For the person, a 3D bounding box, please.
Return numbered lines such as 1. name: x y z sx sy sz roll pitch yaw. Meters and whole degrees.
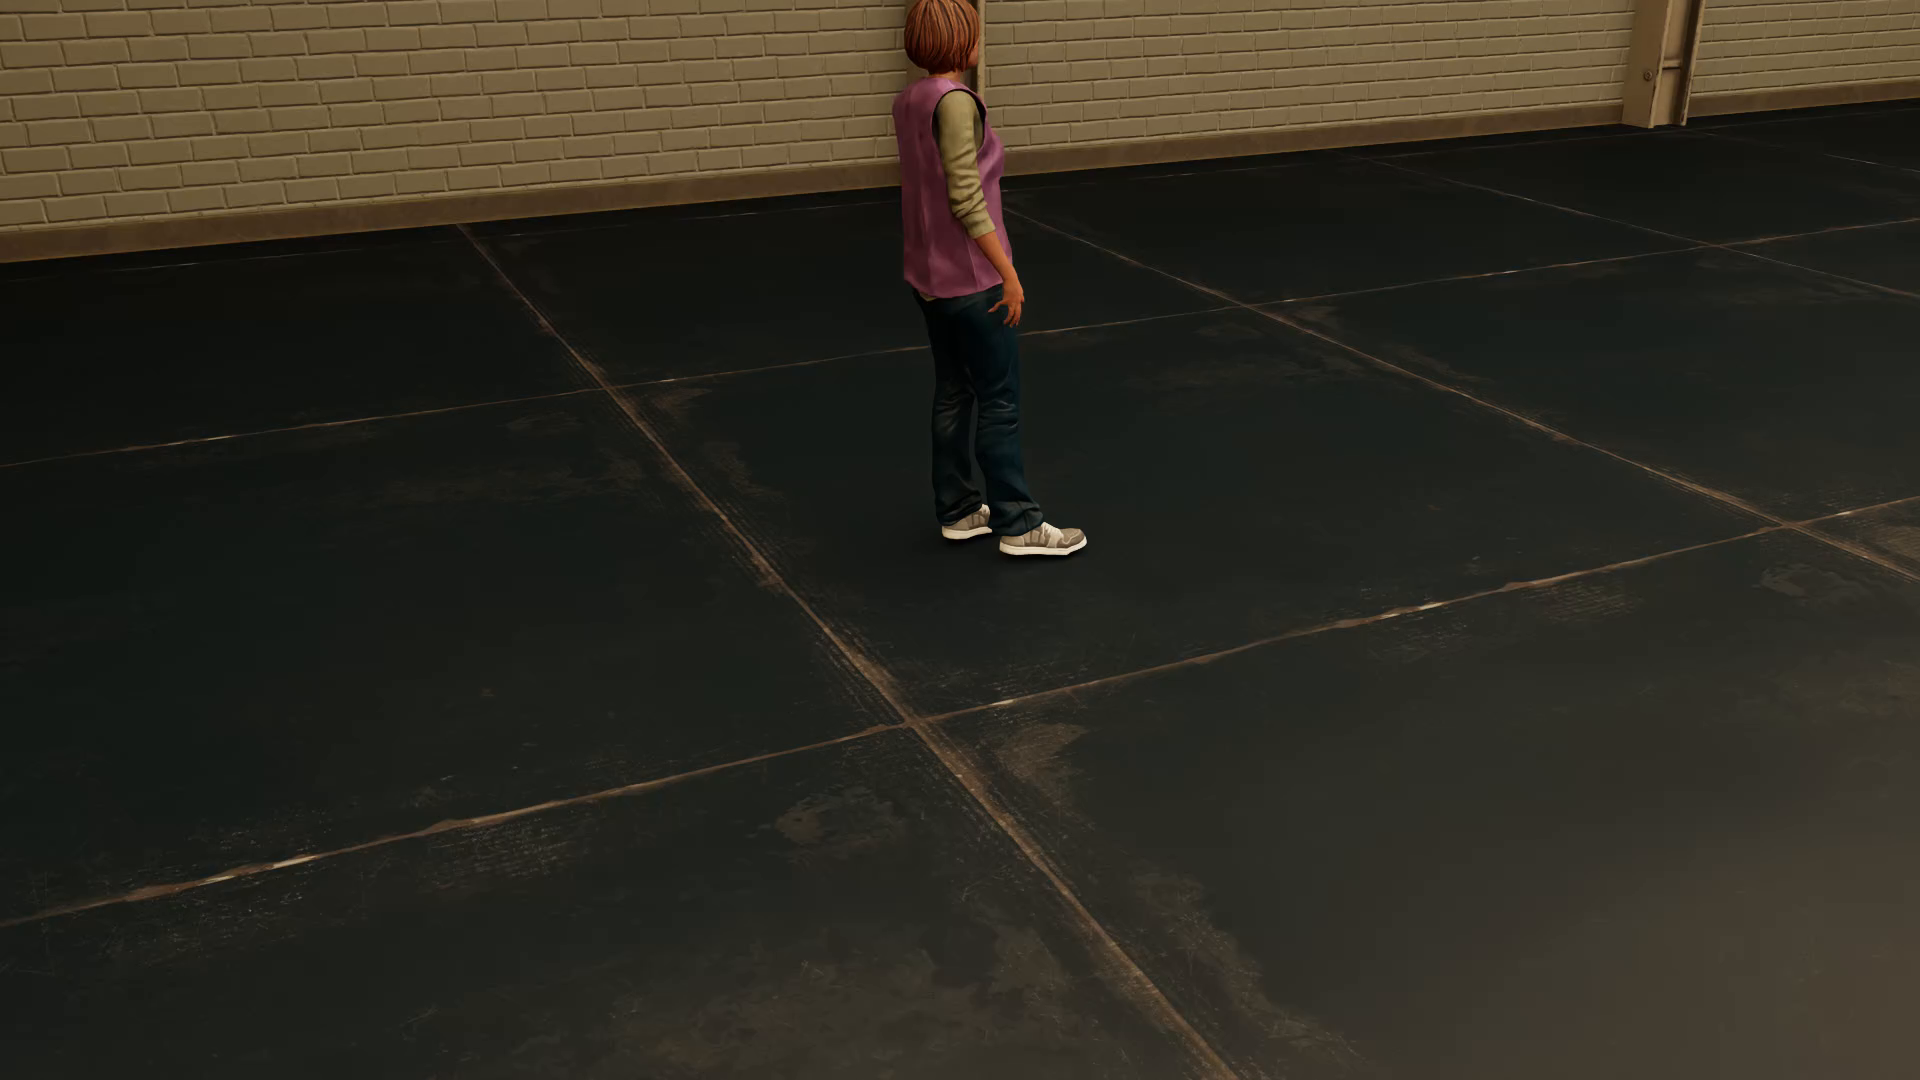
1. person: 0.073 -0.751 4.814 0.476 1.597 0.520 -10 25 -23
